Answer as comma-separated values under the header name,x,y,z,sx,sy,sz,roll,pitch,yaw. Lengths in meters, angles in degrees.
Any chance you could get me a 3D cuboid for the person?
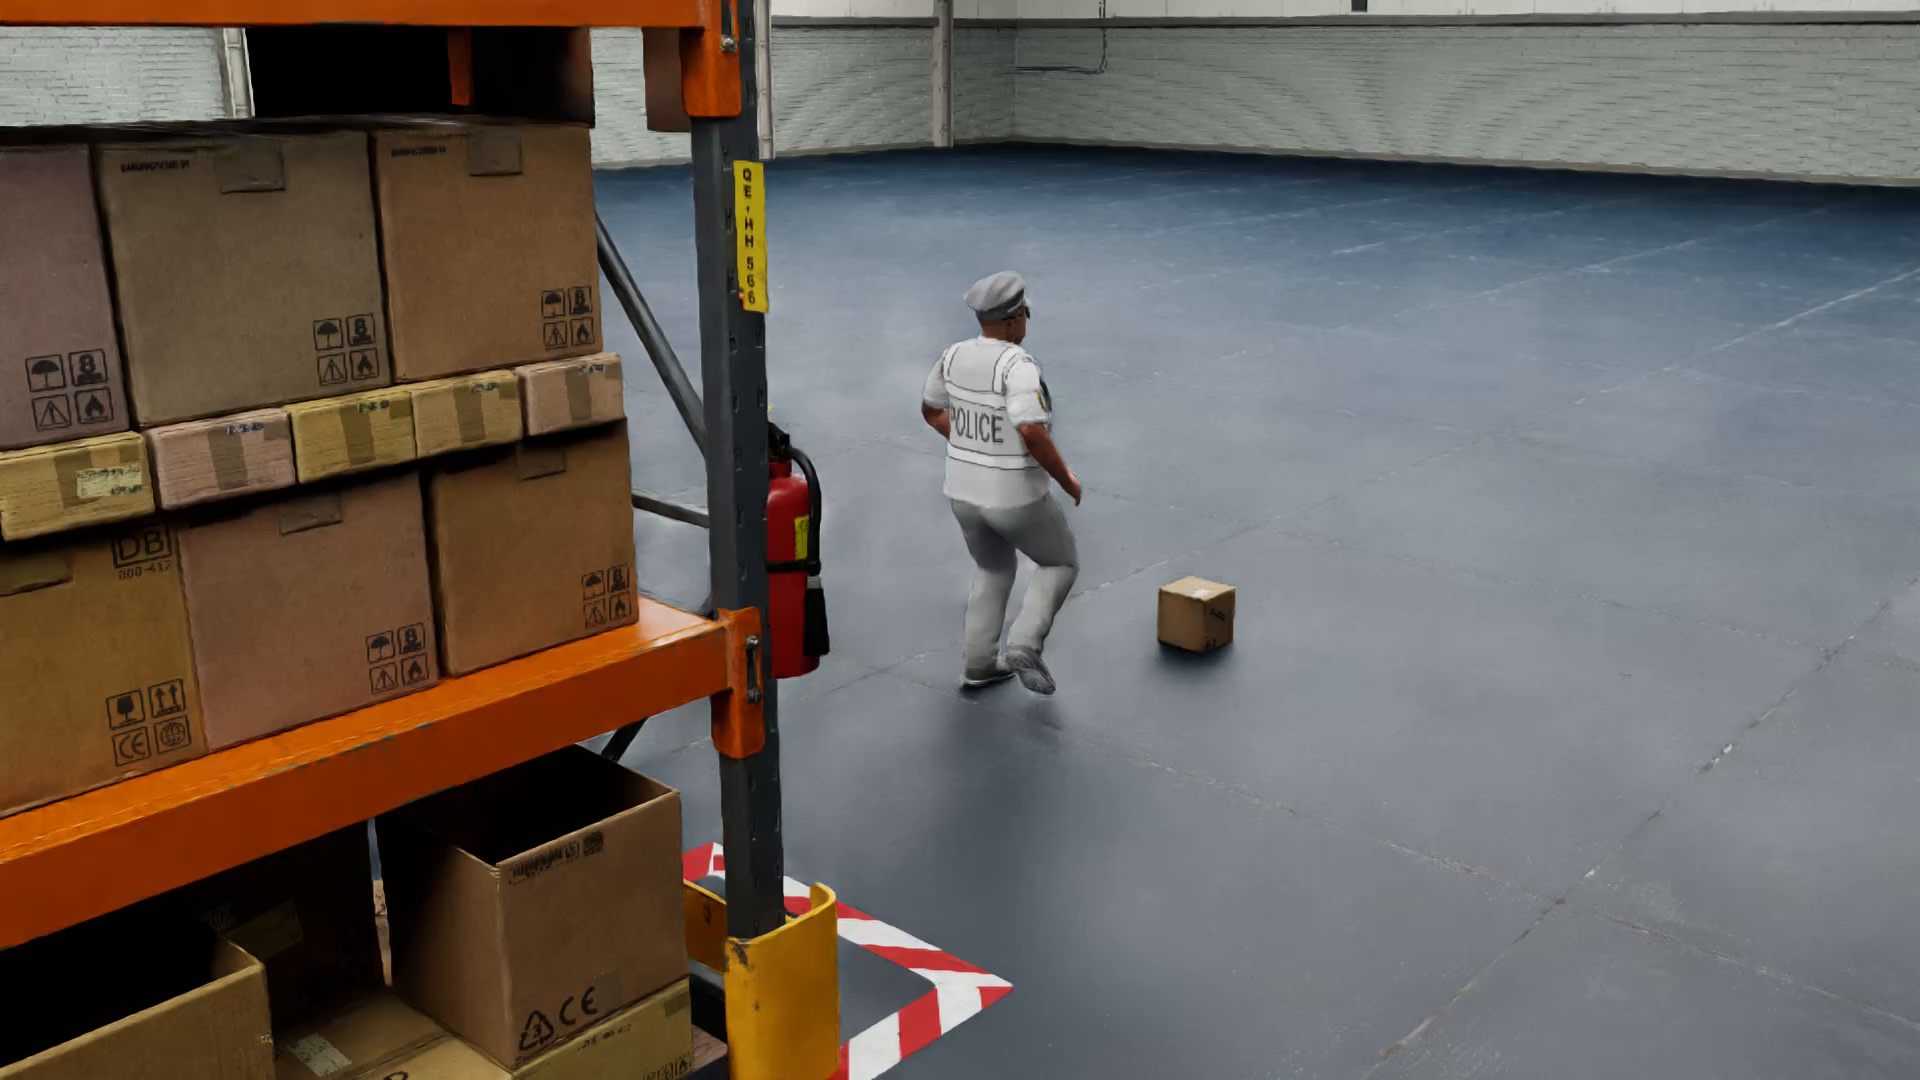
name,x,y,z,sx,sy,sz,roll,pitch,yaw
person,0.184,-0.221,6.774,0.721,1.755,0.515,13,21,37
